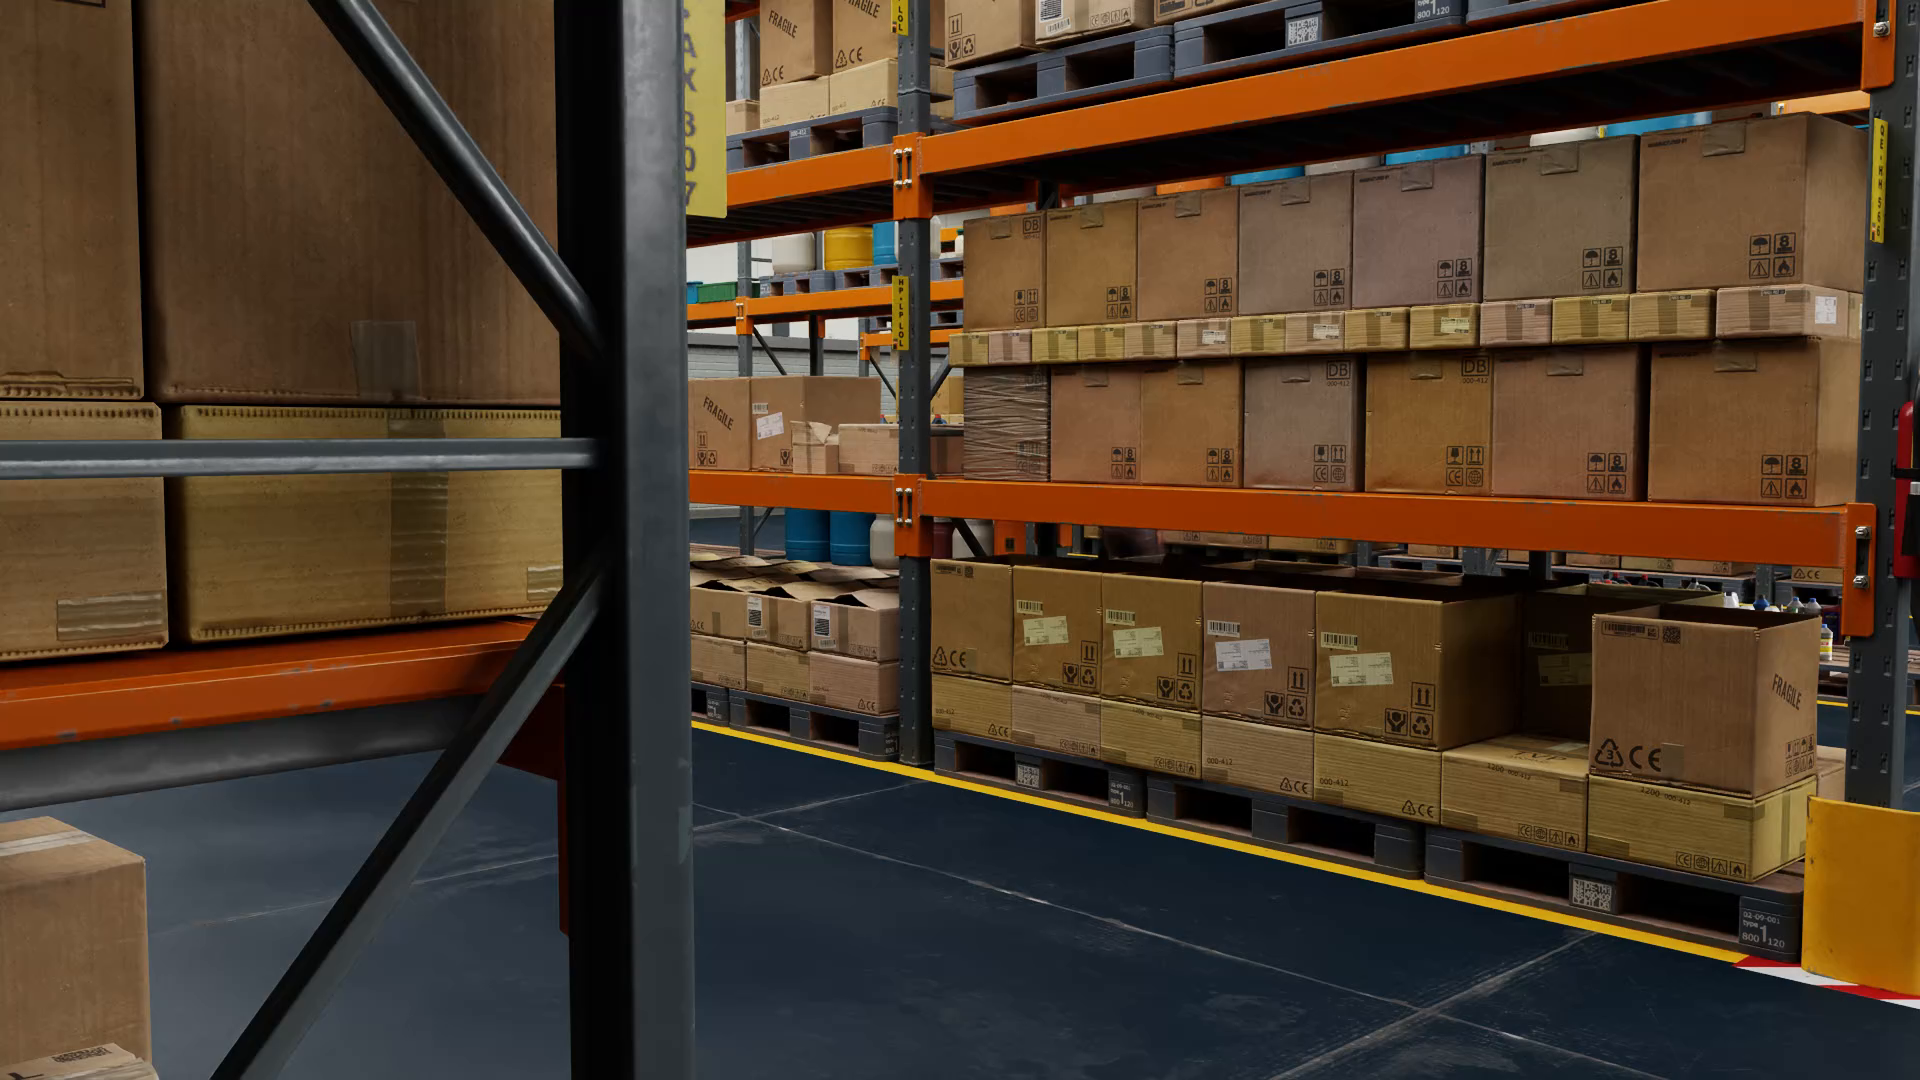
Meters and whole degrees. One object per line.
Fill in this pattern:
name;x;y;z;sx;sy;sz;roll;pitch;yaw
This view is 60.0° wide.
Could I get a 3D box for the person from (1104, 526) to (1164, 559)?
person;1.128;-0.057;10.864;0.358;1.716;0.531;-4;5;-42
